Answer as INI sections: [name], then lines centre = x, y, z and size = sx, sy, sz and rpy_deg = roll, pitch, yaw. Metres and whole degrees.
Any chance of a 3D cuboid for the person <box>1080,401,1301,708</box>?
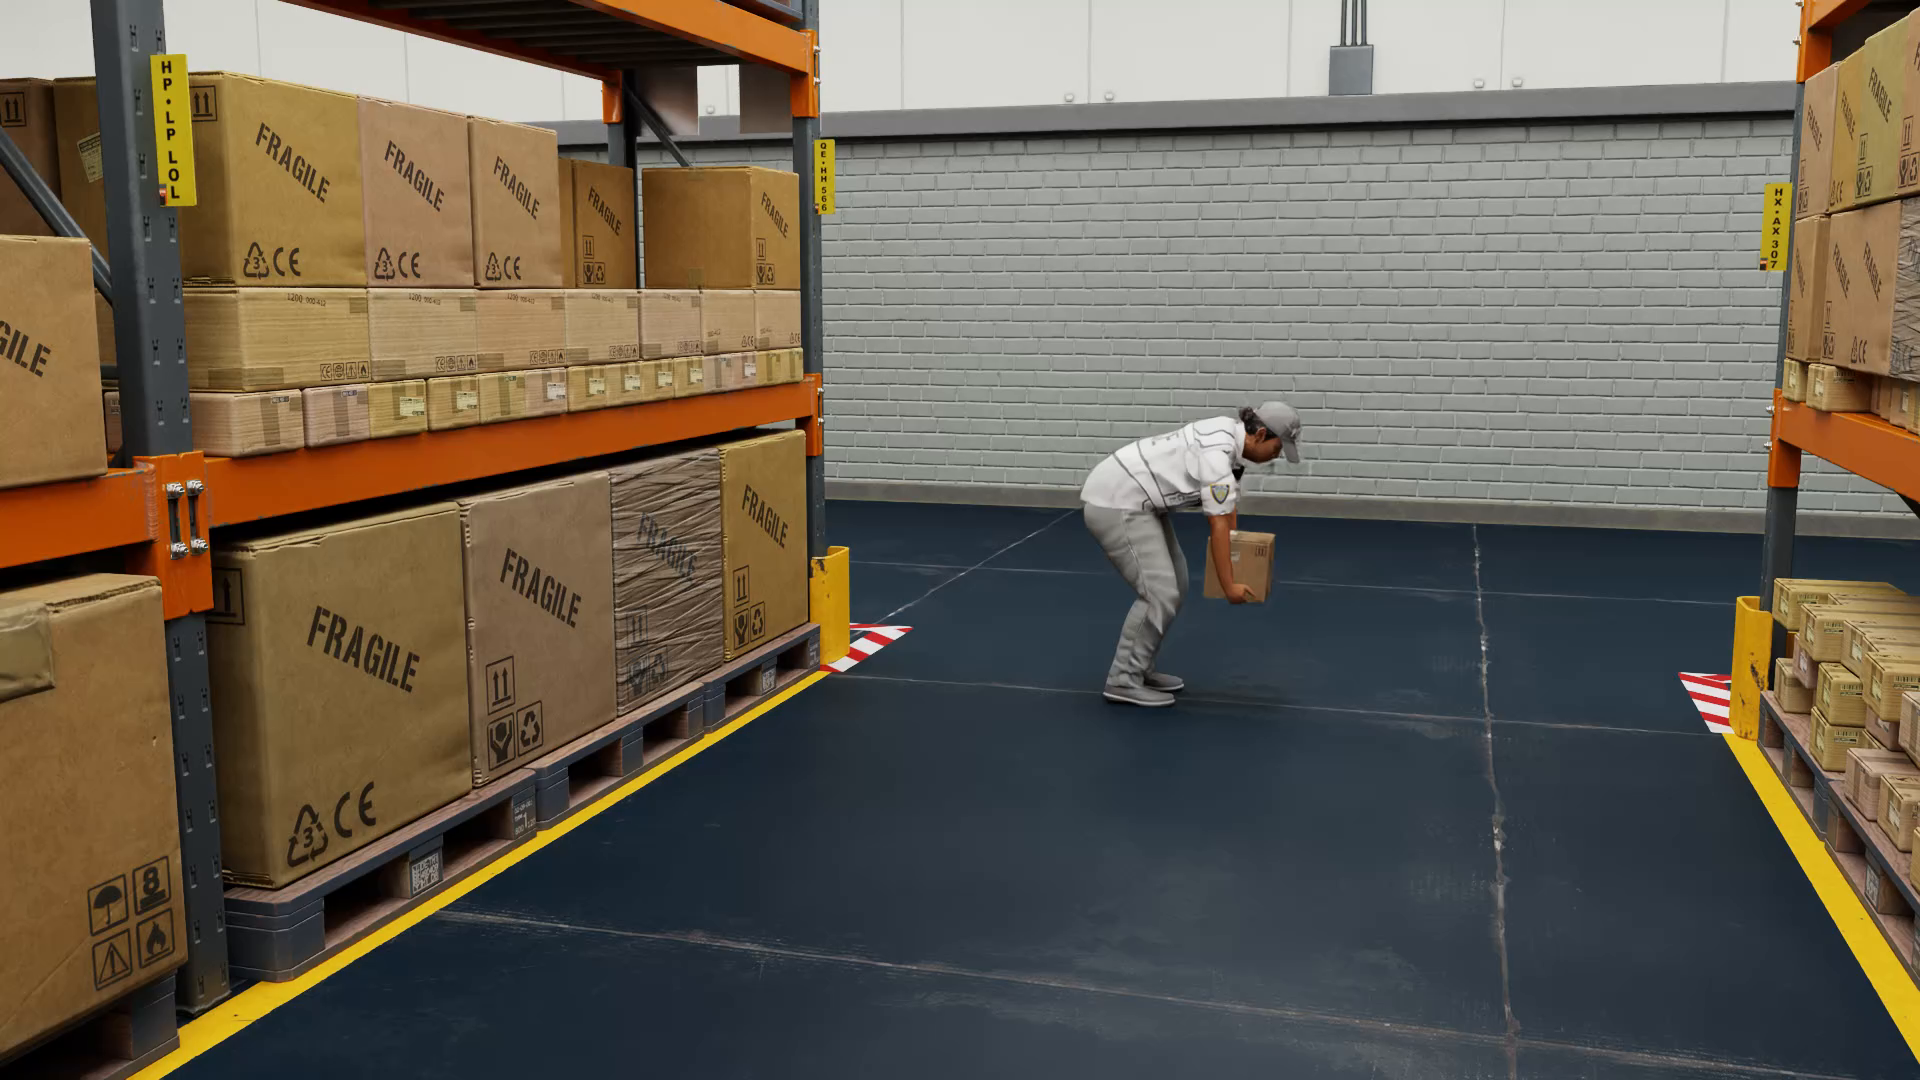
[person]
centre = 0.947, 0.048, 6.914
size = 0.892, 1.258, 0.474
rpy_deg = 2, 9, 14
